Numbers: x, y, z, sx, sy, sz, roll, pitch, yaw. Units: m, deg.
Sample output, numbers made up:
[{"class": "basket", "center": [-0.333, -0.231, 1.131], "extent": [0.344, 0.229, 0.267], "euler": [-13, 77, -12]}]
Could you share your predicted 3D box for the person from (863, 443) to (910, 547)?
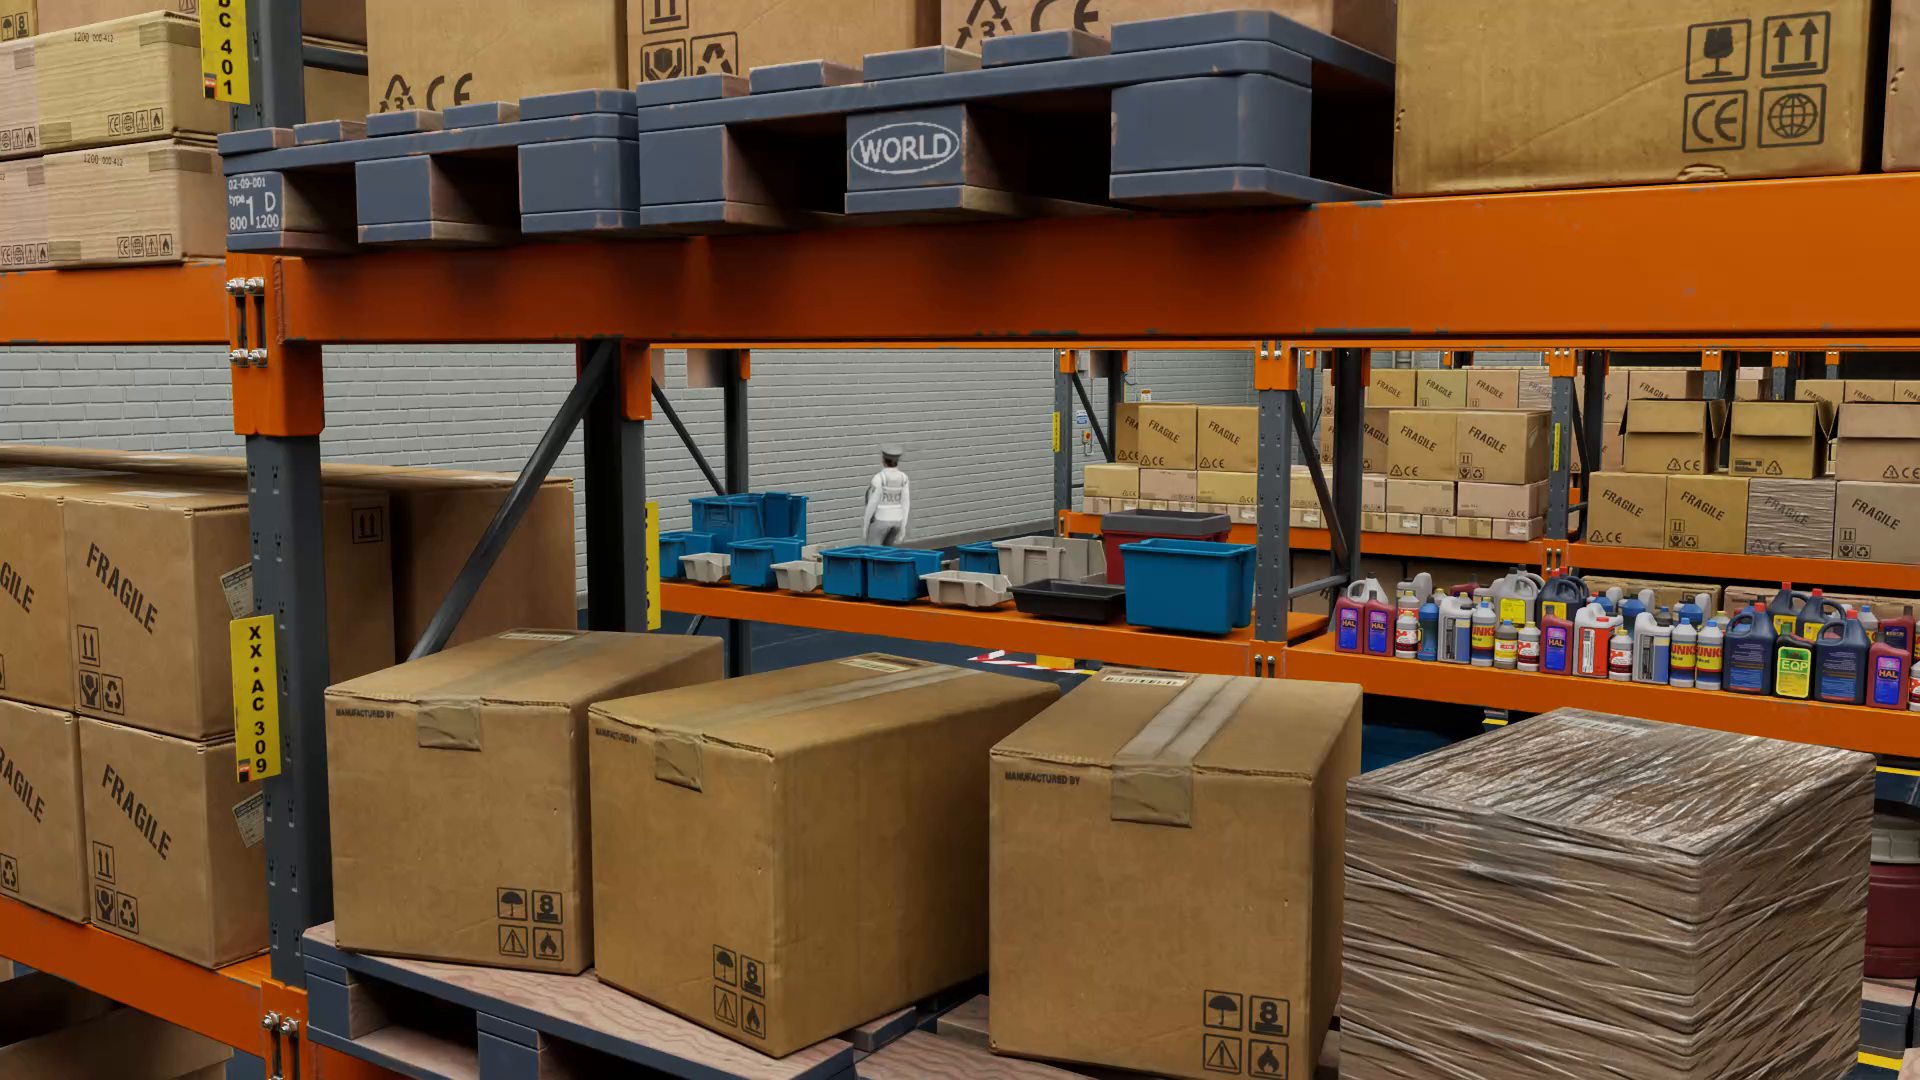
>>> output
[{"class": "person", "center": [-0.788, -0.183, 17.370], "extent": [0.488, 1.661, 0.760], "euler": [-6, 9, -43]}]
